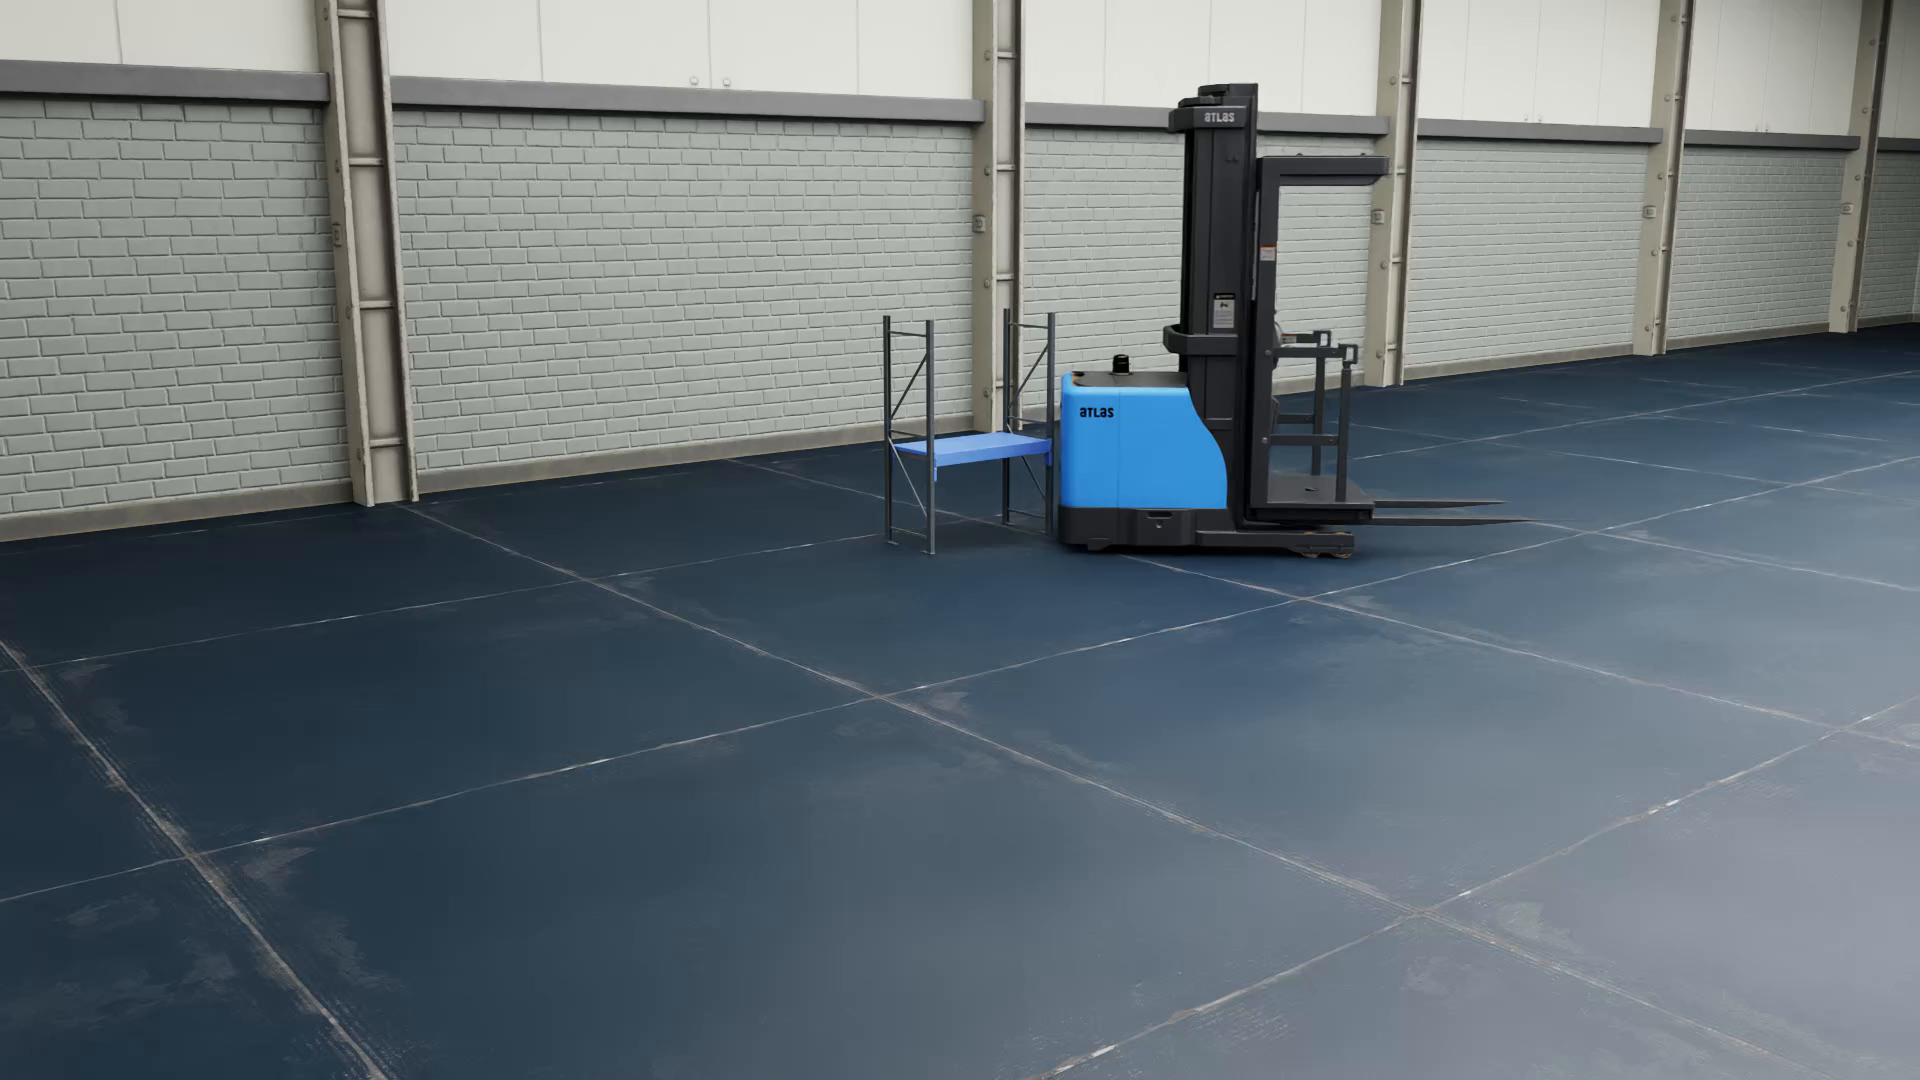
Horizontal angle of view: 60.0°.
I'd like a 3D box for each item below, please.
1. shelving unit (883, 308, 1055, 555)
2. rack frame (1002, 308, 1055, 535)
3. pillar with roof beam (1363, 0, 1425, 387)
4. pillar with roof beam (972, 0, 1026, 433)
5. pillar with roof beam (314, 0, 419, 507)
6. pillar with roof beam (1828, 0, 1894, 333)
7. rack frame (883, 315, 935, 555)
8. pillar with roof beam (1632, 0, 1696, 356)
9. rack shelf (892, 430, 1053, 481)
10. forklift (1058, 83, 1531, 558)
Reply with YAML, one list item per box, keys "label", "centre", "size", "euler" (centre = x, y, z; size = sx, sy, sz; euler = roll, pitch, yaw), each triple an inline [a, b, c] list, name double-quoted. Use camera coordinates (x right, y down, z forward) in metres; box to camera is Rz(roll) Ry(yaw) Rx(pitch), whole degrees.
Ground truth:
- label: "shelving unit"
  centre: [0.067, -0.745, 11.025]
  size: [1.048, 1.500, 0.538]
  euler: [-9, 15, -38]
- label: "rack frame"
  centre: [0.464, -0.811, 11.336]
  size: [0.032, 1.500, 0.500]
  euler: [-9, 15, -38]
- label: "pillar with roof beam"
  centre: [7.736, -5.557, 15.634]
  size: [0.400, 9.000, 9.100]
  euler: [-9, 15, -38]
- label: "pillar with roof beam"
  centre: [3.051, -4.778, 11.967]
  size: [0.400, 9.000, 9.100]
  euler: [-9, 15, -38]
- label: "pillar with roof beam"
  centre: [-1.634, -4.000, 8.301]
  size: [0.400, 9.000, 9.100]
  euler: [-9, 15, -38]
- label: "pillar with roof beam"
  centre: [17.106, -7.114, 22.967]
  size: [0.400, 9.000, 9.100]
  euler: [-9, 15, -38]
- label: "rack frame"
  centre: [-0.330, -0.679, 10.714]
  size: [0.032, 1.500, 0.500]
  euler: [-9, 15, -38]
- label: "pillar with roof beam"
  centre: [12.421, -6.335, 19.300]
  size: [0.400, 9.000, 9.100]
  euler: [-9, 15, -38]
- label: "rack shelf"
  centre: [0.067, -0.569, 11.062]
  size: [1.000, 0.185, 0.538]
  euler: [-9, 15, -38]
- label: "forklift"
  centre: [2.173, -1.431, 10.812]
  size: [3.031, 2.935, 1.130]
  euler: [1, 12, 3]
